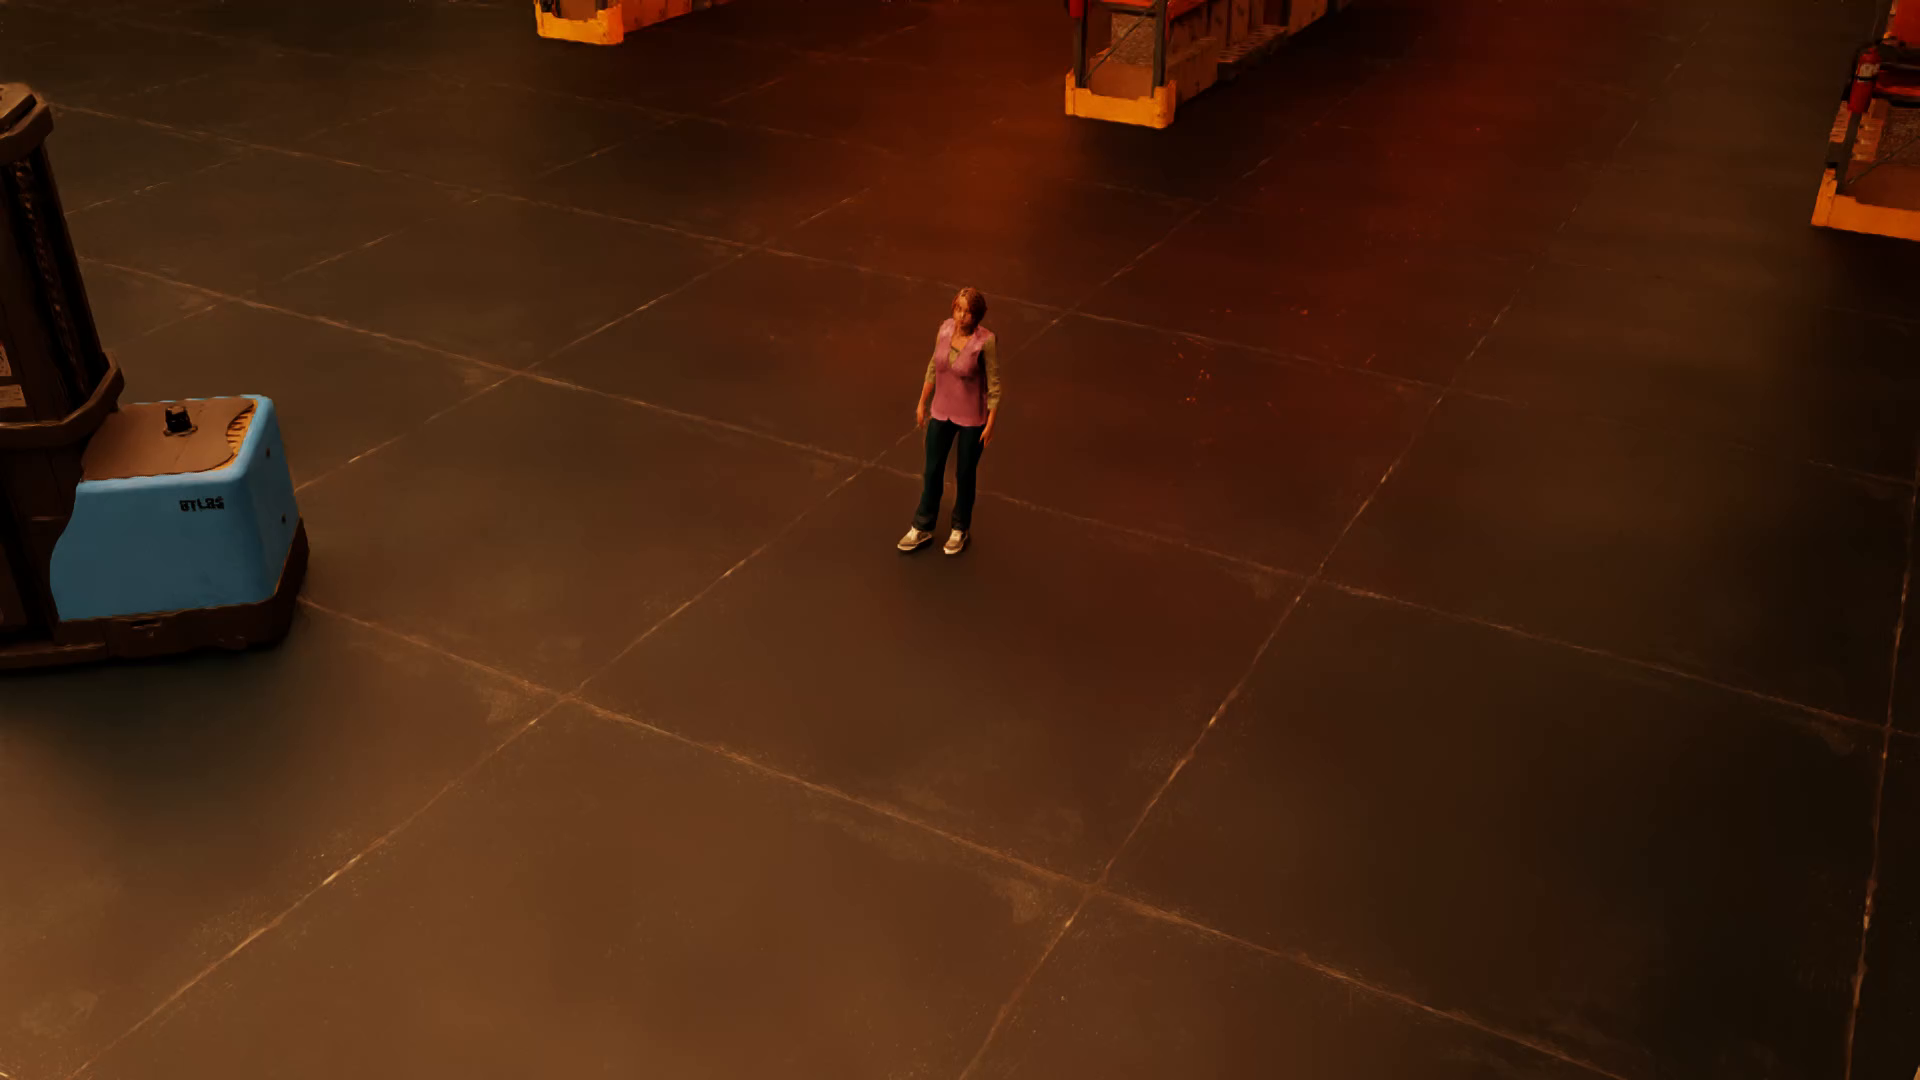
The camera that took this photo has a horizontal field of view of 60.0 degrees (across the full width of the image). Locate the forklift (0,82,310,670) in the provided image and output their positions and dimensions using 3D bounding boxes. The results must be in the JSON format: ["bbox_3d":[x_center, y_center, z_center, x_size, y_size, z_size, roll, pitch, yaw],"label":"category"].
[{"bbox_3d":[-5.222,-0.792,8.443,3.031,2.935,1.130,-5,30,-9],"label":"forklift"}]

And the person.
[{"bbox_3d":[-0.048,-0.669,9.550,0.520,1.597,0.474,15,33,25],"label":"person"}]
